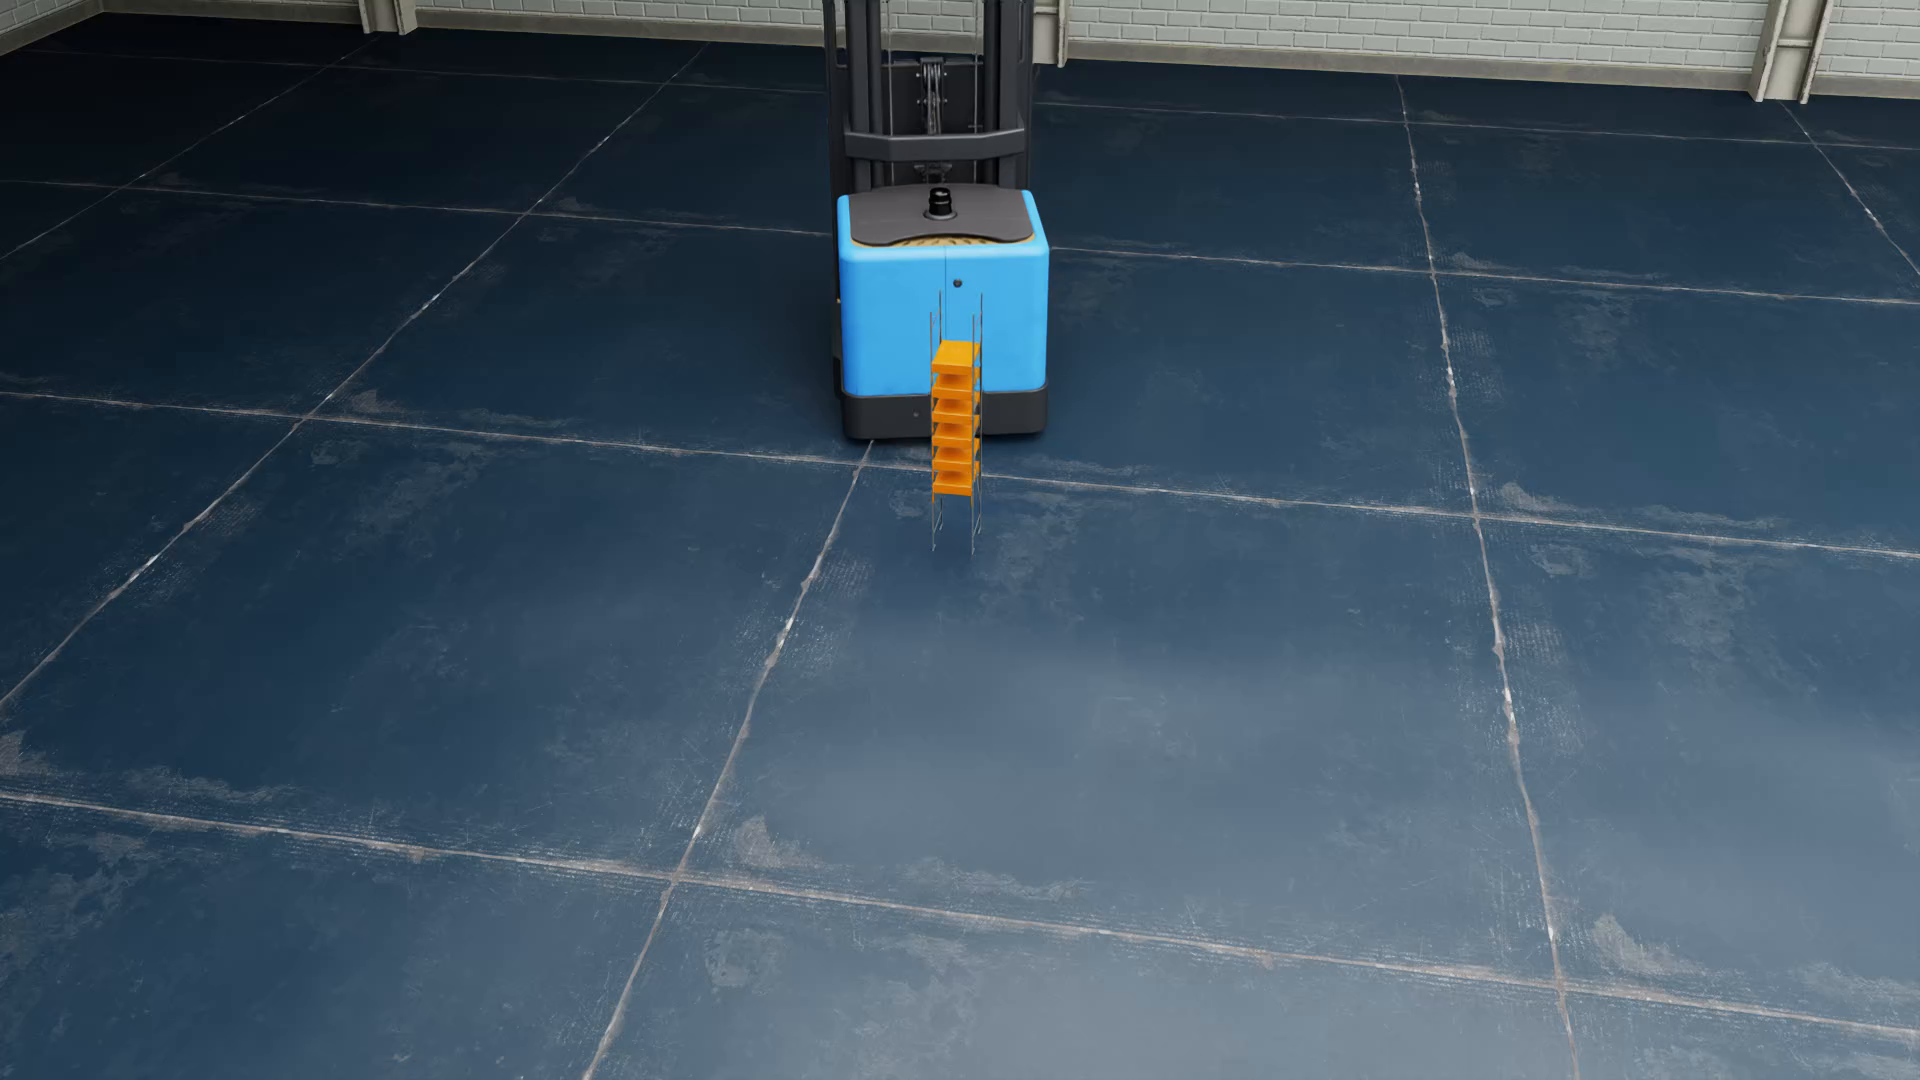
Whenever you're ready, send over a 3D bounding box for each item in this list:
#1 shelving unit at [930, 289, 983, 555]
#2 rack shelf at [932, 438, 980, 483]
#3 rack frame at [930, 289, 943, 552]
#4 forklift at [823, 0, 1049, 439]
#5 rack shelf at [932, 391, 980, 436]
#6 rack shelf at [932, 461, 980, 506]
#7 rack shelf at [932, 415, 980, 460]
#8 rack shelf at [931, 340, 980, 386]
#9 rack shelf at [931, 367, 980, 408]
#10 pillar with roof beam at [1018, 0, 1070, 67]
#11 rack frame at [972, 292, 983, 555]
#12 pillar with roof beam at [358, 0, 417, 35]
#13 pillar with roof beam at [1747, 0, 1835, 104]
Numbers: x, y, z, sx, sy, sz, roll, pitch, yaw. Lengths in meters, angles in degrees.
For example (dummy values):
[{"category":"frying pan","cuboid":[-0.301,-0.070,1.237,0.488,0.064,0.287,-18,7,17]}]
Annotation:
[{"category":"shelving unit","cuboid":[-0.014,-0.510,7.434,0.189,1.200,0.258,5,32,8]},{"category":"rack shelf","cuboid":[-0.014,-0.370,7.521,0.180,0.103,0.258,5,32,8]},{"category":"rack frame","cuboid":[-0.104,-0.518,7.447,0.006,1.200,0.240,5,32,8]},{"category":"forklift","cuboid":[-0.182,-2.511,8.998,1.130,2.935,3.031,-2,32,-4]},{"category":"rack shelf","cuboid":[-0.014,-0.574,7.394,0.180,0.103,0.258,5,32,8]},{"category":"rack shelf","cuboid":[-0.014,-0.269,7.585,0.180,0.103,0.258,5,32,8]},{"category":"rack shelf","cuboid":[-0.014,-0.472,7.457,0.180,0.103,0.258,5,32,8]},{"category":"rack shelf","cuboid":[-0.014,-0.777,7.266,0.180,0.103,0.258,5,32,8]},{"category":"rack shelf","cuboid":[-0.014,-0.676,7.330,0.180,0.103,0.258,5,32,8]},{"category":"pillar with roof beam","cuboid":[-0.010,-5.697,8.370,0.400,9.000,9.100,5,32,8]},{"category":"rack frame","cuboid":[0.076,-0.502,7.421,0.006,1.200,0.240,5,32,8]},{"category":"pillar with roof beam","cuboid":[-5.925,-6.232,9.226,0.400,9.000,9.100,5,32,8]},{"category":"pillar with roof beam","cuboid":[5.904,-5.161,7.514,0.400,9.000,9.100,5,32,8]}]
